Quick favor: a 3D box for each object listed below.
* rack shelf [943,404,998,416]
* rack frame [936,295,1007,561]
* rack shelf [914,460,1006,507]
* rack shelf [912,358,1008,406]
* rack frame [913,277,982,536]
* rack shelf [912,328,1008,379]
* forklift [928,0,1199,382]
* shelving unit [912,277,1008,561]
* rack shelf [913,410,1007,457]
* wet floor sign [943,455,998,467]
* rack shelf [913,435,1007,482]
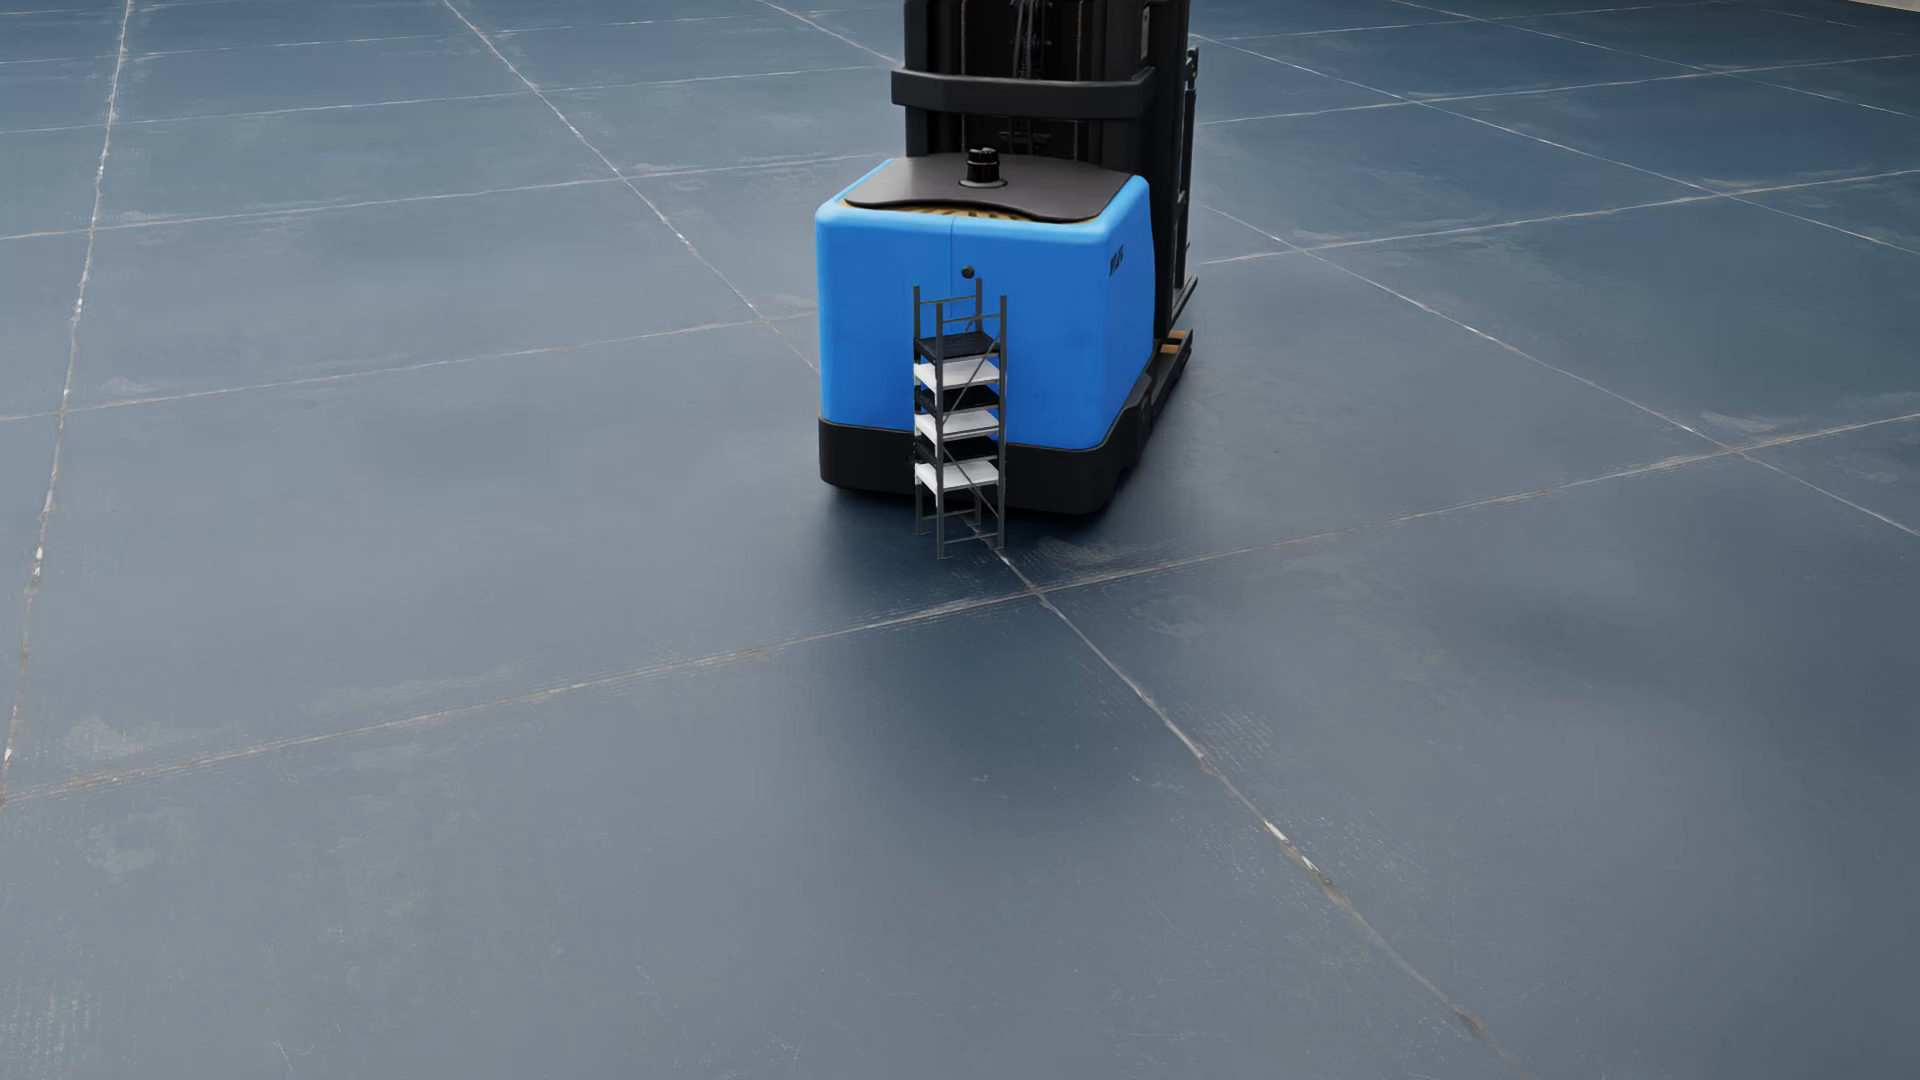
[{"bbox_3d":[-0.001,-0.461,5.506,0.199,0.015,0.184,-10,28,-20],"label":"rack shelf"},{"bbox_3d":[0.037,-0.356,5.453,0.240,0.900,0.006,-10,28,-20],"label":"rack frame"},{"bbox_3d":[-0.001,-0.205,5.631,0.258,0.077,0.200,-10,28,-20],"label":"rack shelf"},{"bbox_3d":[-0.001,-0.529,5.473,0.258,0.077,0.200,-10,28,-20],"label":"rack shelf"},{"bbox_3d":[-0.039,-0.438,5.622,0.240,0.900,0.006,-10,28,-20],"label":"rack frame"},{"bbox_3d":[-0.001,-0.610,5.433,0.258,0.077,0.200,-10,28,-20],"label":"rack shelf"},{"bbox_3d":[0.410,-2.021,6.622,1.118,2.867,2.937,7,27,15],"label":"forklift"},{"bbox_3d":[-0.001,-0.397,5.537,0.258,0.900,0.210,-10,28,-20],"label":"shelving unit"},{"bbox_3d":[-0.001,-0.367,5.552,0.258,0.077,0.200,-10,28,-20],"label":"rack shelf"},{"bbox_3d":[-4.114,1.808,1.312,8.970,0.644,9.315,-1,26,-3],"label":"wet floor sign"},{"bbox_3d":[-0.001,-0.286,5.591,0.258,0.077,0.200,-10,28,-20],"label":"rack shelf"}]
